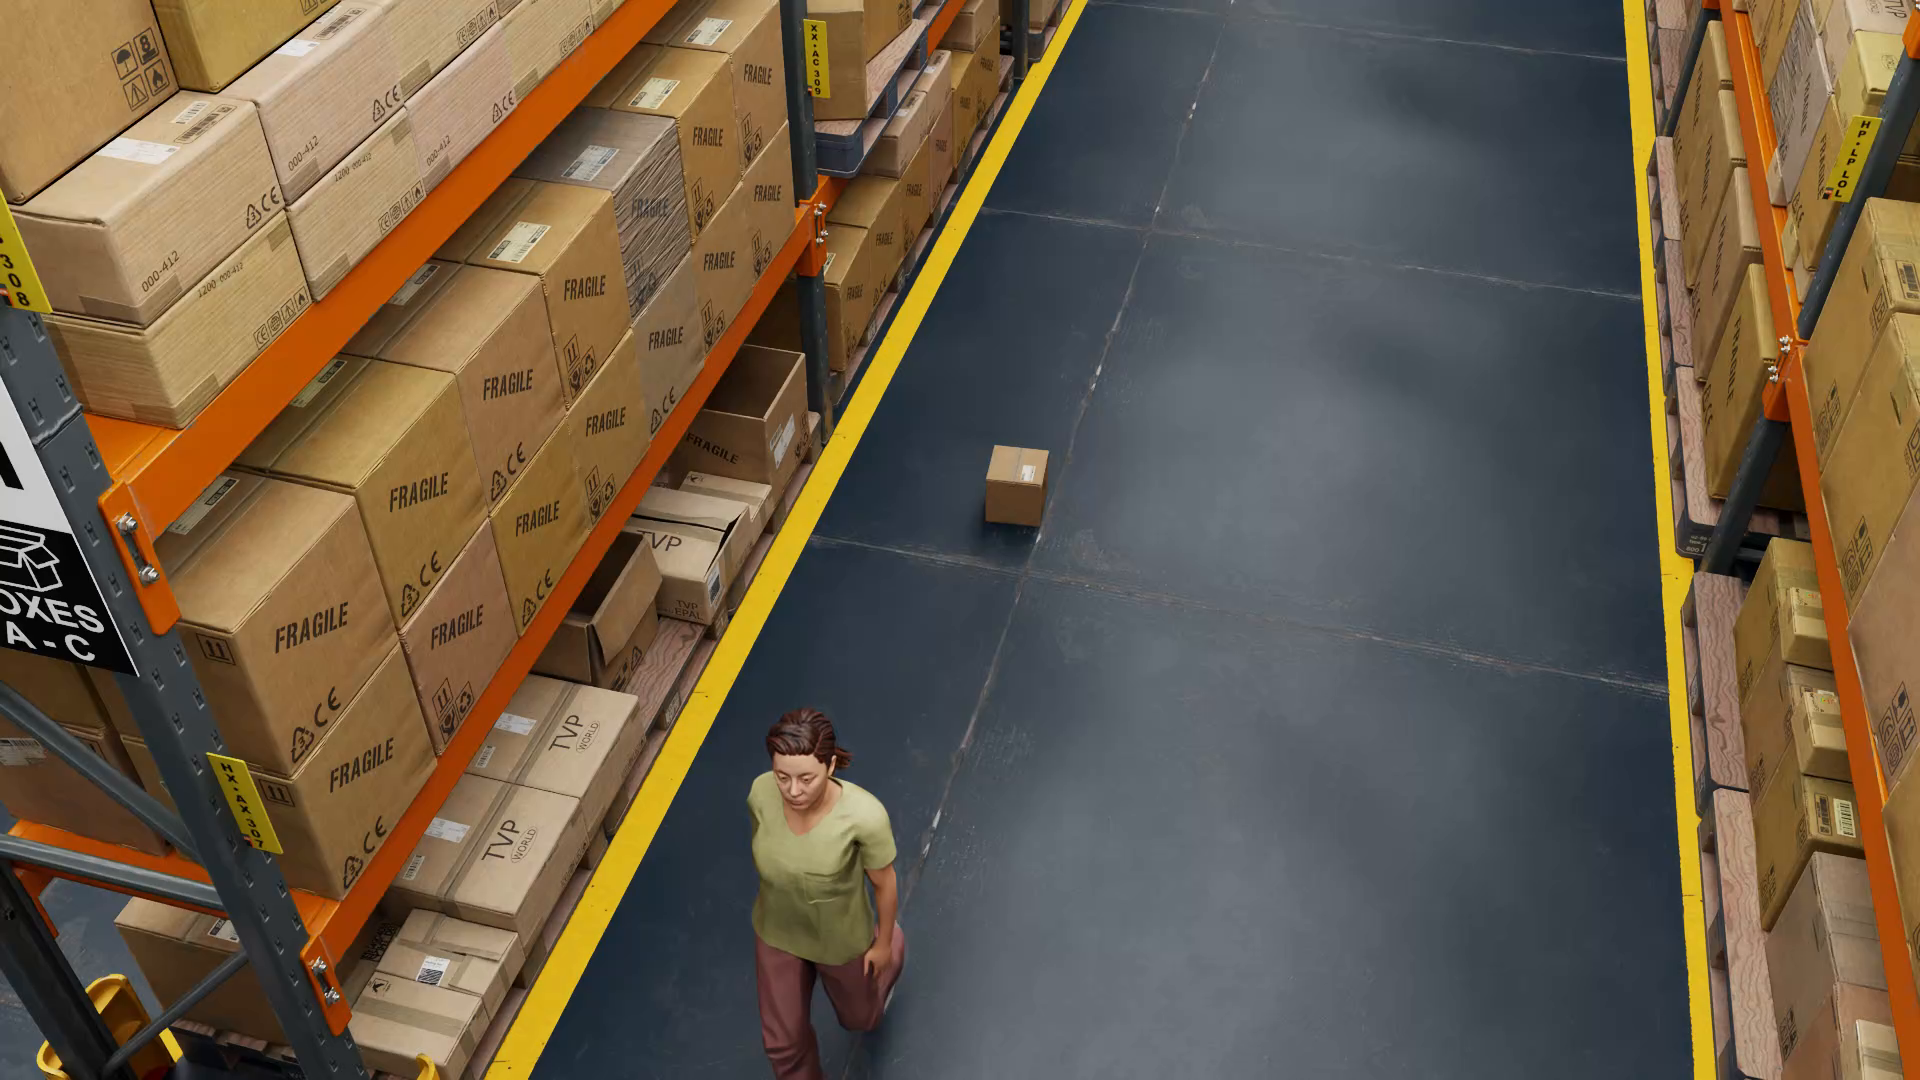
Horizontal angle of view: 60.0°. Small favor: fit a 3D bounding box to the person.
[{"bbox_3d":[-0.392,1.106,4.885,0.453,1.638,0.838,10,42,12],"label":"person"}]
